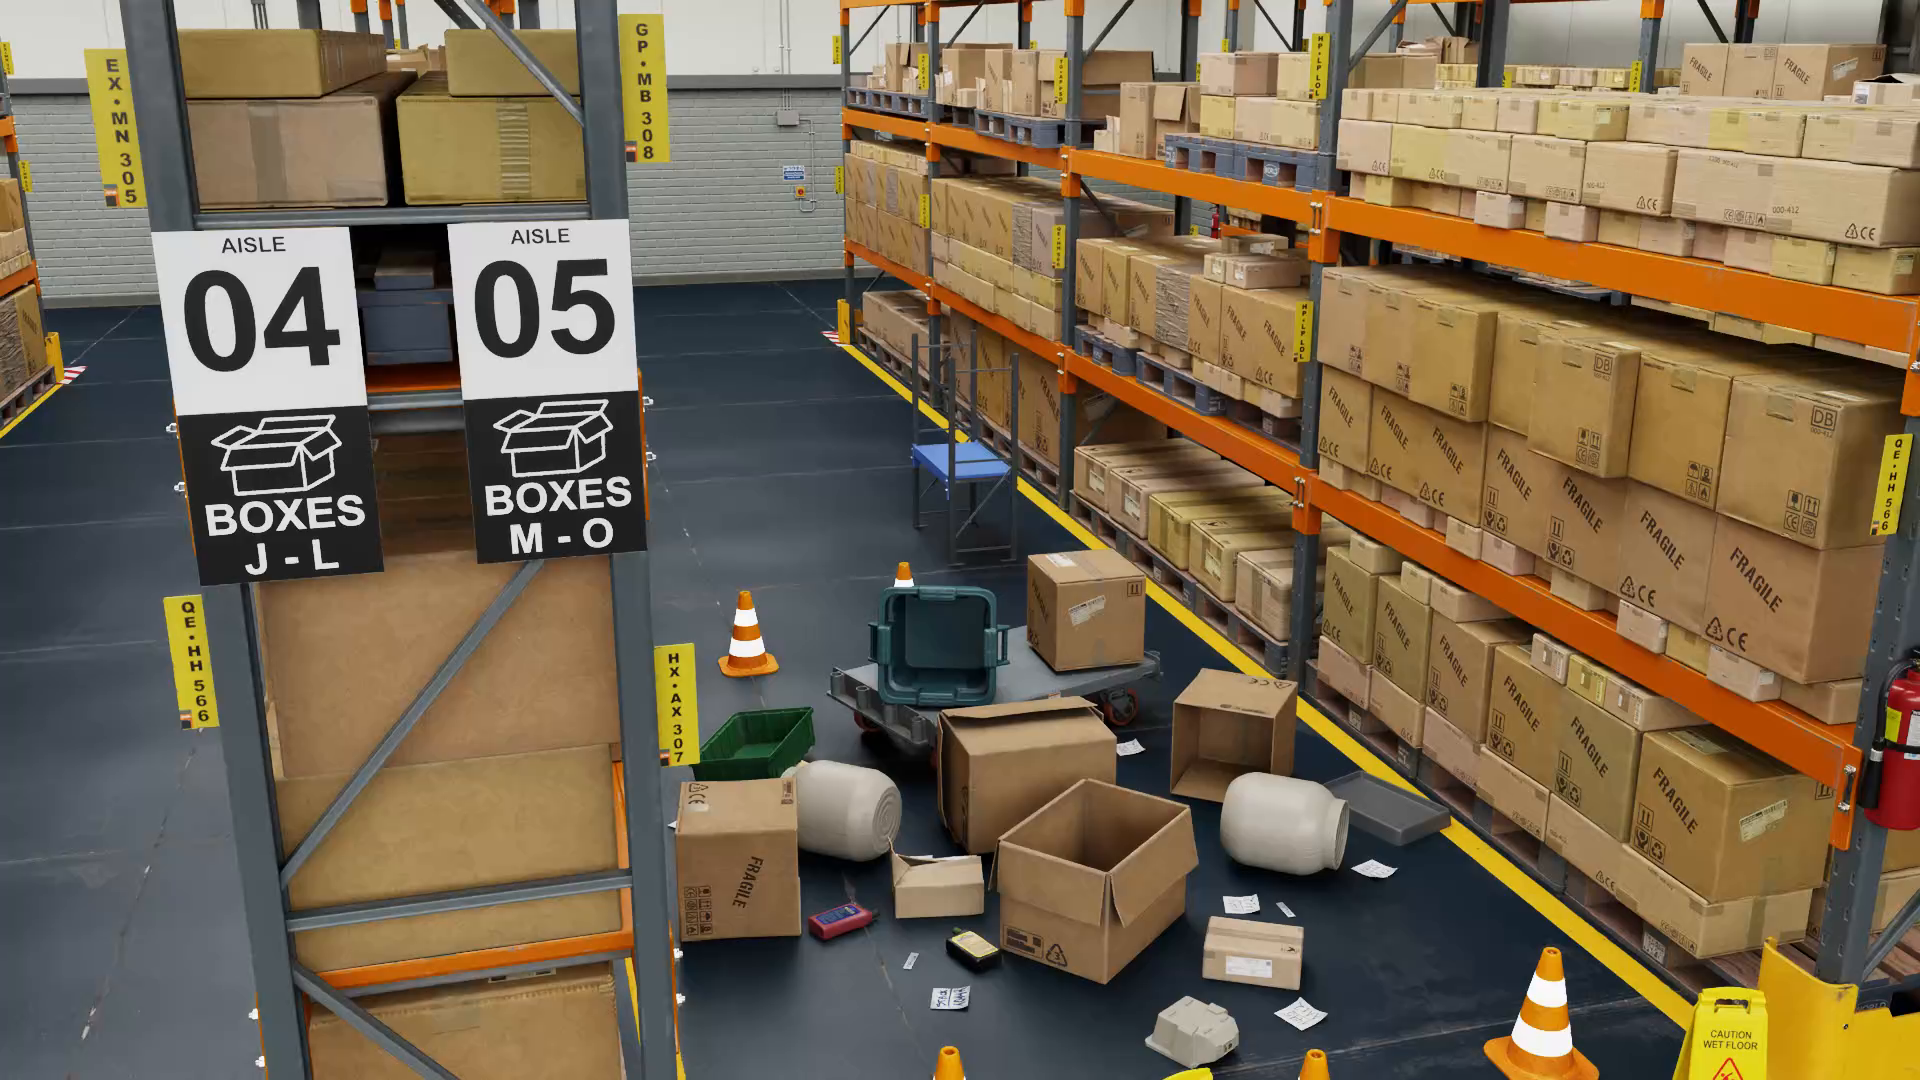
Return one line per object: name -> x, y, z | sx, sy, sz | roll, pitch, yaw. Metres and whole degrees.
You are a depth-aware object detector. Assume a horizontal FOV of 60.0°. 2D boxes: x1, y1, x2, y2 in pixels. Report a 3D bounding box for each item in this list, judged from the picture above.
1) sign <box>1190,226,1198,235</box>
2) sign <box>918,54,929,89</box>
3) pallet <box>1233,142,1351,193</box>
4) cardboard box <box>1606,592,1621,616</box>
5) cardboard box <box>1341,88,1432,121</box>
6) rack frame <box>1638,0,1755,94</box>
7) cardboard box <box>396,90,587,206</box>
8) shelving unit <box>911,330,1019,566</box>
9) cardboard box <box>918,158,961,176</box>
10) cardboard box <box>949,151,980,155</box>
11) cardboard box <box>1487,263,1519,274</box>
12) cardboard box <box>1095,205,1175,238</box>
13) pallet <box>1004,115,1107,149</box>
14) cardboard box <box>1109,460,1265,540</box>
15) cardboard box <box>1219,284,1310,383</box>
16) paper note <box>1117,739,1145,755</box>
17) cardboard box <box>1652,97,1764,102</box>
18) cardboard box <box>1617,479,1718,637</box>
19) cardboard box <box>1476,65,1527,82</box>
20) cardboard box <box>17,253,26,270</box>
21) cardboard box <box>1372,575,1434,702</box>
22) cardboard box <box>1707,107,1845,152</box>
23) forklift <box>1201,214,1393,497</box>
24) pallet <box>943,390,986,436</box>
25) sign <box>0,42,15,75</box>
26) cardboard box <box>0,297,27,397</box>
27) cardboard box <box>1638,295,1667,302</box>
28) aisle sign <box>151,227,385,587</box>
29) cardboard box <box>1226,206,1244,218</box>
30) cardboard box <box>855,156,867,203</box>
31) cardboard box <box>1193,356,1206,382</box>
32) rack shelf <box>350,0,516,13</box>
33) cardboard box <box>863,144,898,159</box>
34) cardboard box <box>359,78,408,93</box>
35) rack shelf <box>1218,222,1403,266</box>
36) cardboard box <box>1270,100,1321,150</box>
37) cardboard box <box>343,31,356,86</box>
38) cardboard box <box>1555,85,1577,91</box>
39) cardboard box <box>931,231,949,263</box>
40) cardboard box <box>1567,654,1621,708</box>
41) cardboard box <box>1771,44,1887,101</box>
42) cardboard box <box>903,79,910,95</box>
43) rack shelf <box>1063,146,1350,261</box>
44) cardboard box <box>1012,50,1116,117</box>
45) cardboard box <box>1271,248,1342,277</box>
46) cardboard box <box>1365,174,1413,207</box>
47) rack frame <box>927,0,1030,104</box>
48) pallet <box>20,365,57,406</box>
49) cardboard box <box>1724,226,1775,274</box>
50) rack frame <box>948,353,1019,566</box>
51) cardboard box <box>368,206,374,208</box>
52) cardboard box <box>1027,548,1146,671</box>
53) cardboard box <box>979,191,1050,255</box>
sign -> 1.802, -2.281, 12.956 | 0.100, 0.325, 0.005 | -5, 17, -15
sign -> -0.350, -4.503, 15.978 | 0.100, 0.325, 0.005 | -5, 17, -15
pallet -> 2.315, -2.138, 9.468 | 1.213, 0.211, 1.003 | -5, 17, -15
cardboard box -> 2.912, 0.243, 6.865 | 0.380, 0.149, 0.250 | -4, 17, -14
cardboard box -> 2.155, -2.197, 8.390 | 0.380, 0.149, 0.250 | -5, 17, -16
rack frame -> 6.054, -4.985, 13.406 | 1.000, 3.000, 0.127 | -5, 17, -15
cardboard box -> -1.136, -0.997, 4.181 | 0.500, 0.250, 0.500 | -5, 17, -15
shelving unit -> 0.023, -0.695, 12.158 | 0.538, 1.500, 1.048 | -5, 17, -15
cardboard box -> -0.207, -3.723, 16.591 | 0.380, 0.149, 0.250 | -5, 17, -16
cardboard box -> 0.095, -4.057, 17.704 | 0.380, 0.149, 0.250 | -5, 17, -17
cardboard box -> 5.428, -2.800, 15.649 | 0.797, 0.503, 0.637 | -5, 17, -17
cardboard box -> 1.382, -2.401, 13.320 | 0.500, 0.500, 0.500 | -5, 18, -17
pallet -> 1.055, -3.239, 13.134 | 1.213, 0.211, 1.003 | -4, 17, -13
cardboard box -> 1.639, -0.301, 12.077 | 0.950, 0.372, 0.625 | -5, 17, -16
cardboard box -> 1.897, -1.250, 9.980 | 0.500, 0.500, 0.500 | -5, 17, -15
paper note -> 0.887, 1.091, 8.766 | 0.148, 0.019, 0.142 | -5, 17, -15
cardboard box -> 3.197, -1.819, 7.129 | 0.380, 0.149, 0.250 | -4, 17, -15
cardboard box -> 2.934, 0.037, 6.425 | 0.500, 0.500, 0.500 | -5, 17, -15
cardboard box -> 5.095, -4.388, 15.647 | 0.380, 0.149, 0.250 | -5, 17, -15
cardboard box -> -9.957, -2.884, 17.274 | 0.380, 0.149, 0.250 | -5, 17, -15
cardboard box -> 2.443, 0.476, 8.399 | 0.500, 0.500, 0.500 | -4, 17, -13
cardboard box -> 2.963, -1.492, 6.041 | 0.380, 0.149, 0.250 | -5, 17, -15
forklift -> 3.120, -1.854, 13.528 | 1.130, 2.935, 3.031 | -5, 18, -17
pallet -> 0.468, -1.282, 16.354 | 1.003, 0.211, 1.213 | -5, 17, -15
sign -> -9.919, -5.010, 17.301 | 0.100, 0.325, 0.005 | -5, 17, -15
cardboard box -> -9.941, -1.909, 16.557 | 0.875, 0.875, 0.875 | -5, 17, -15
cardboard box -> 5.917, -2.136, 13.740 | 0.500, 0.250, 0.500 | -5, 17, -15
aisle sign -> -1.519, -0.288, 3.679 | 0.394, 0.787, 0.004 | -5, 17, -15
cardboard box -> 3.721, -4.249, 21.126 | 0.500, 0.250, 0.500 | -5, 17, -15
cardboard box -> -0.909, -4.161, 19.177 | 0.500, 0.500, 0.500 | -5, 17, -17
cardboard box -> 1.709, -1.097, 10.596 | 0.380, 0.149, 0.250 | -5, 17, -15
rack shelf -> -2.899, -3.083, 9.020 | 1.077, 0.370, 4.000 | -5, 17, -15
cardboard box -> -0.893, -4.430, 18.945 | 0.380, 0.149, 0.250 | -5, 18, -17
cardboard box -> -2.065, -1.373, 5.434 | 0.500, 0.250, 0.500 | -5, 17, -15
rack shelf -> 4.405, -3.427, 19.898 | 1.077, 0.370, 4.000 | -5, 17, -15
cardboard box -> 2.082, -2.328, 9.306 | 0.500, 0.250, 0.500 | -5, 17, -16
cardboard box -> -1.947, -1.381, 4.768 | 0.380, 0.149, 0.250 | -5, 17, -15
cardboard box -> 5.515, -3.960, 14.775 | 0.380, 0.149, 0.250 | -5, 17, -15
cardboard box -> 0.033, -2.849, 16.113 | 0.500, 0.250, 0.500 | -5, 17, -17
cardboard box -> 2.779, 0.573, 6.949 | 0.380, 0.149, 0.250 | -4, 17, -14
cardboard box -> 6.299, -3.344, 12.080 | 0.500, 0.500, 0.500 | -4, 17, -14
cardboard box -> -0.372, -4.615, 16.920 | 0.380, 0.149, 0.250 | -4, 17, -14
rack shelf -> 1.832, -2.258, 10.790 | 1.077, 0.370, 4.000 | -5, 17, -15
cardboard box -> 0.828, -3.663, 13.315 | 0.700, 0.500, 0.500 | -6, 18, -18
cardboard box -> 2.195, -1.765, 10.565 | 0.380, 0.149, 0.250 | -4, 17, -12
cardboard box -> 2.248, -1.746, 8.273 | 0.380, 0.149, 0.250 | -5, 17, -15
rack frame -> 0.184, -5.698, 15.780 | 1.000, 3.000, 0.127 | -5, 17, -15
pallet -> -10.149, -1.598, 17.404 | 1.003, 0.211, 1.213 | -5, 17, -15
cardboard box -> 2.974, -1.041, 5.927 | 0.380, 0.149, 0.250 | -4, 17, -14
rack frame -> 0.163, -0.554, 11.690 | 0.500, 1.500, 0.032 | -5, 17, -15
cardboard box -> -2.016, -1.068, 5.114 | 0.380, 0.149, 0.250 | -5, 17, -15
cardboard box -> 0.679, 0.371, 9.031 | 0.500, 0.500, 0.500 | -5, 17, -15
cardboard box -> 0.478, -2.787, 14.606 | 0.500, 0.500, 0.500 | -5, 17, -16
